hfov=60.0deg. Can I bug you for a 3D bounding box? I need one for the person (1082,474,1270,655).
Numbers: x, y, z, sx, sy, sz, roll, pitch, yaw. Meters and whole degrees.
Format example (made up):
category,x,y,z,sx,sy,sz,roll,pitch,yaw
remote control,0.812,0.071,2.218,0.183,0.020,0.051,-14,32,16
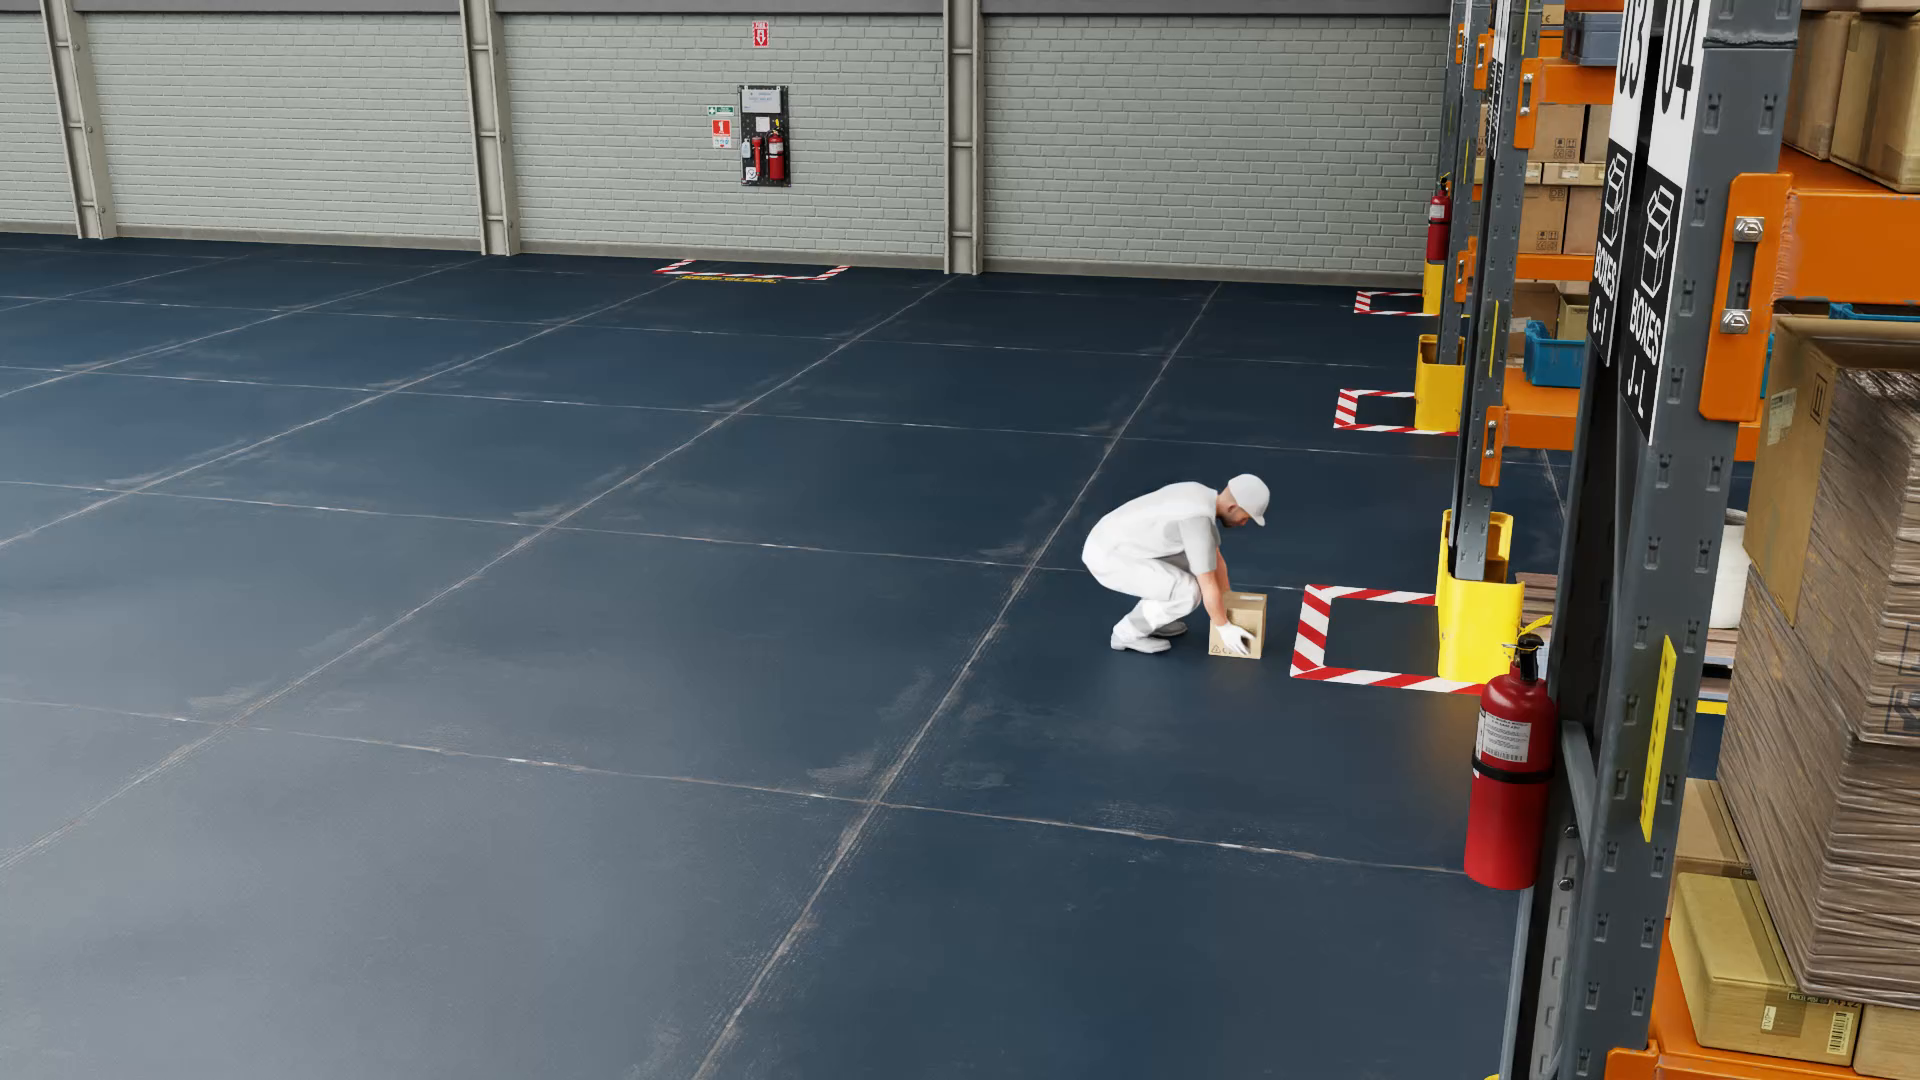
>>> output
category,x,y,z,sx,sy,sz,roll,pitch,yaw
person,1.056,0.091,8.209,0.888,0.883,0.567,5,19,14
